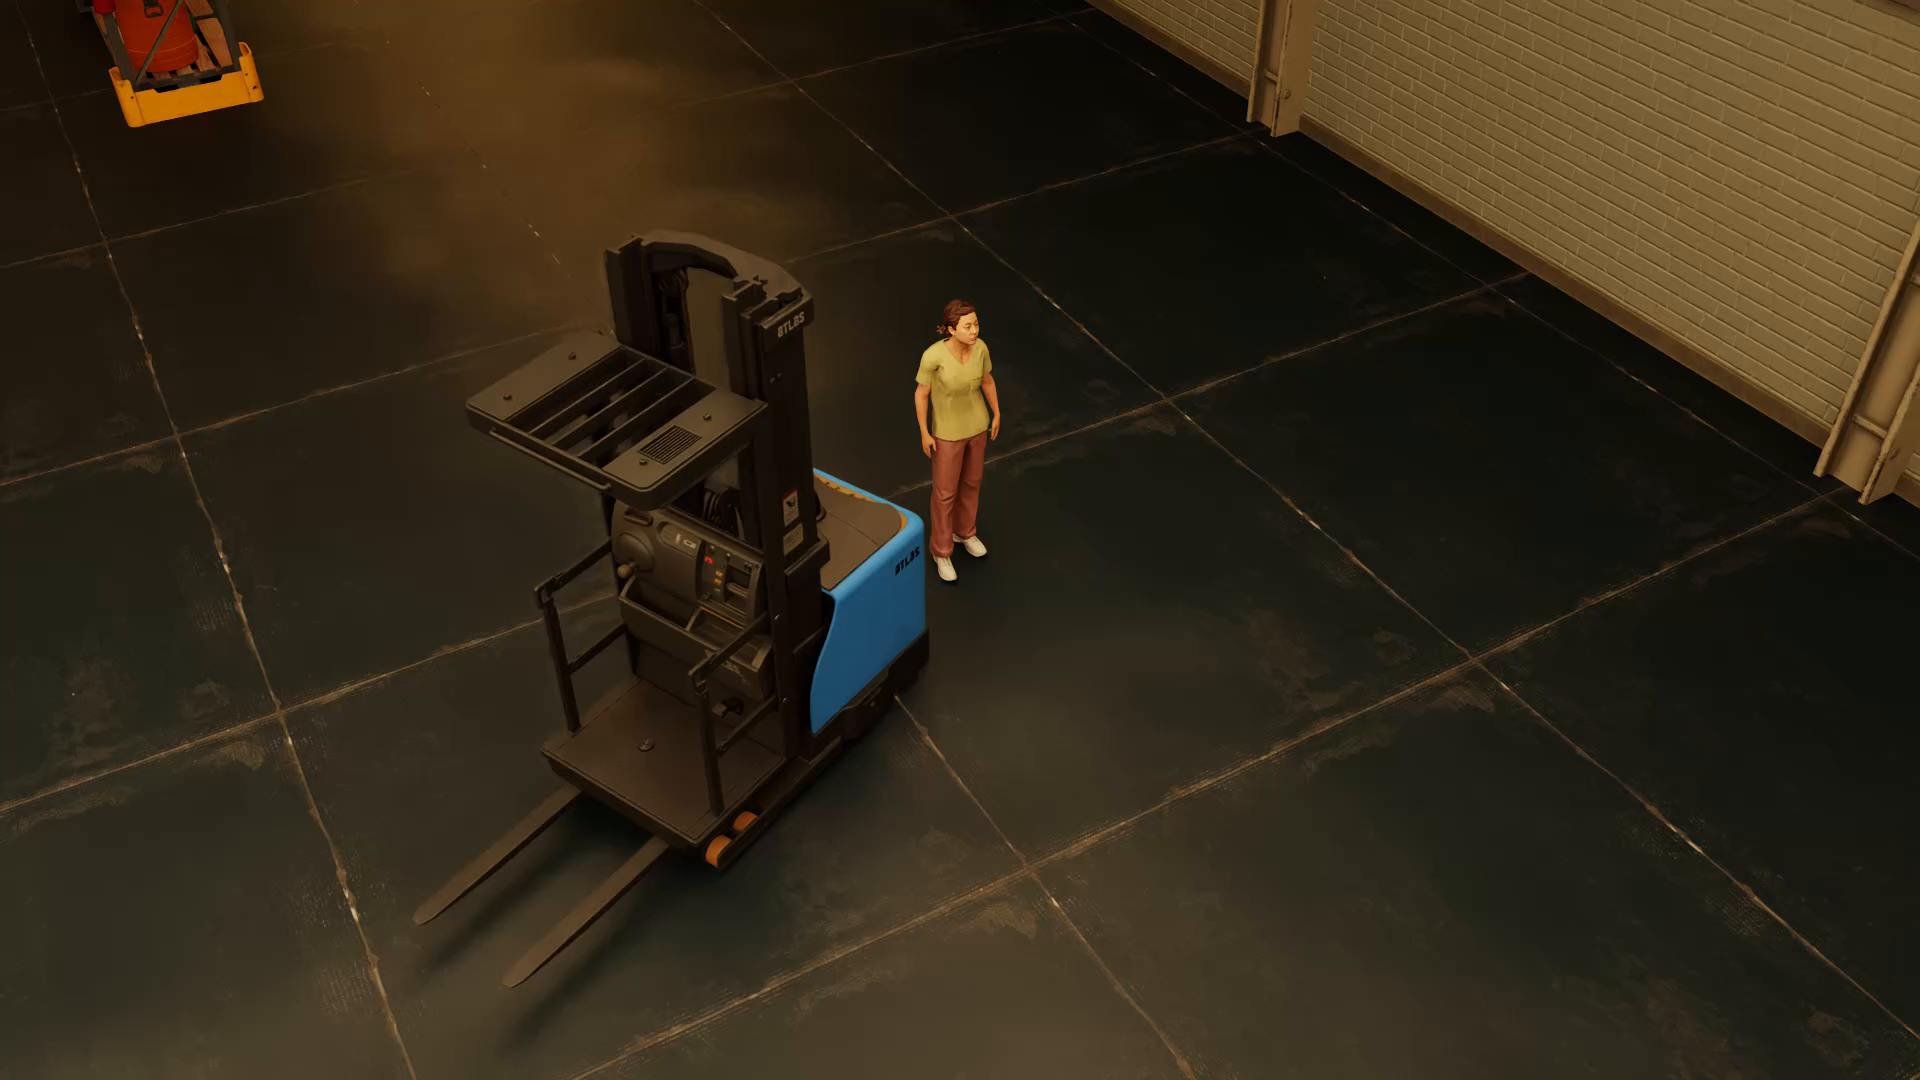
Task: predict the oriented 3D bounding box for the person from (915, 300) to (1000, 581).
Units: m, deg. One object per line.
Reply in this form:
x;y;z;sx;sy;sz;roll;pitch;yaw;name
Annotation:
0.028;-0.606;9.739;0.554;1.673;0.548;-20;44;-23;person

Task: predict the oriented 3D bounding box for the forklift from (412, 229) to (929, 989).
-1.437;0.165;7.837;1.130;2.935;3.031;24;45;26;forklift
